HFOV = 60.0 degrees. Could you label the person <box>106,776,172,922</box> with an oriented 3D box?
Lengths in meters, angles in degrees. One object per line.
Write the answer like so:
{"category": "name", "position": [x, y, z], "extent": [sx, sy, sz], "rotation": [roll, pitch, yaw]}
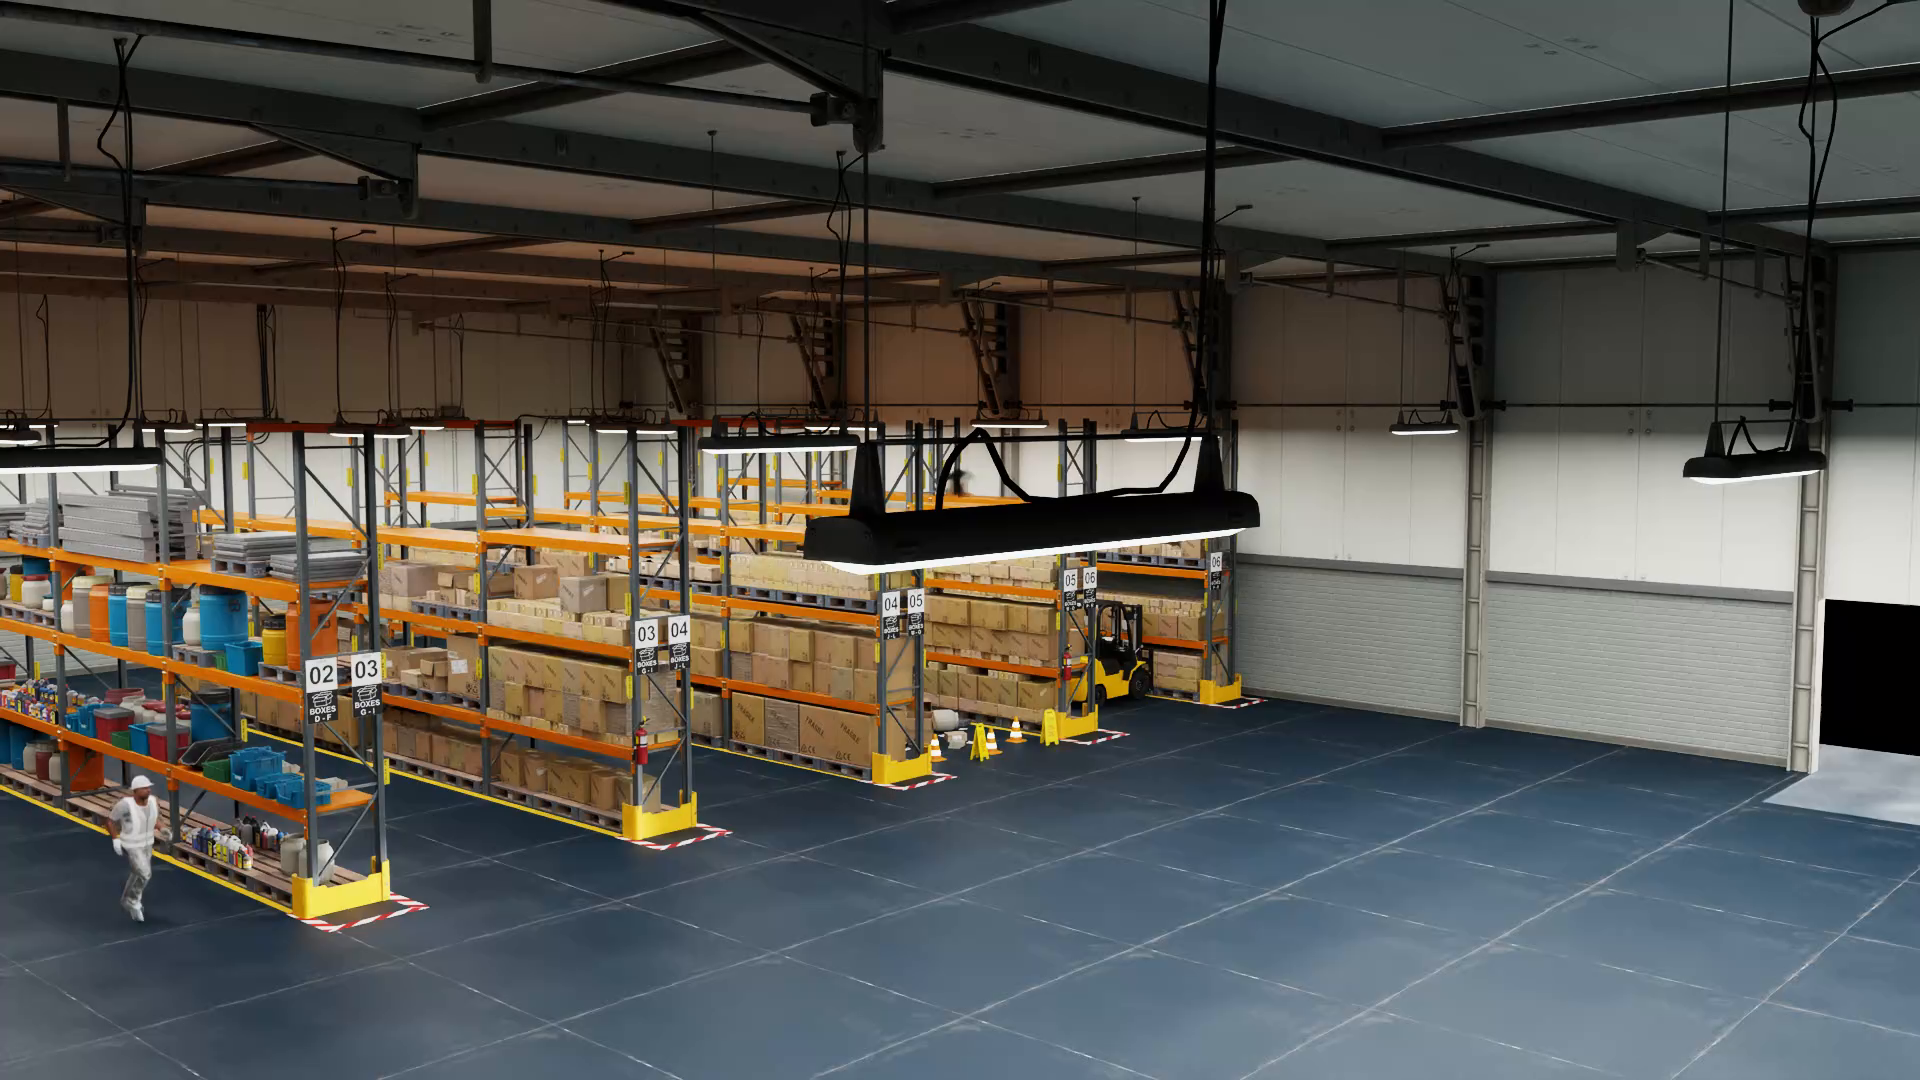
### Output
{"category": "person", "position": [-10.115, 3.792, 20.485], "extent": [0.817, 1.810, 0.597], "rotation": [2, 5, 20]}
